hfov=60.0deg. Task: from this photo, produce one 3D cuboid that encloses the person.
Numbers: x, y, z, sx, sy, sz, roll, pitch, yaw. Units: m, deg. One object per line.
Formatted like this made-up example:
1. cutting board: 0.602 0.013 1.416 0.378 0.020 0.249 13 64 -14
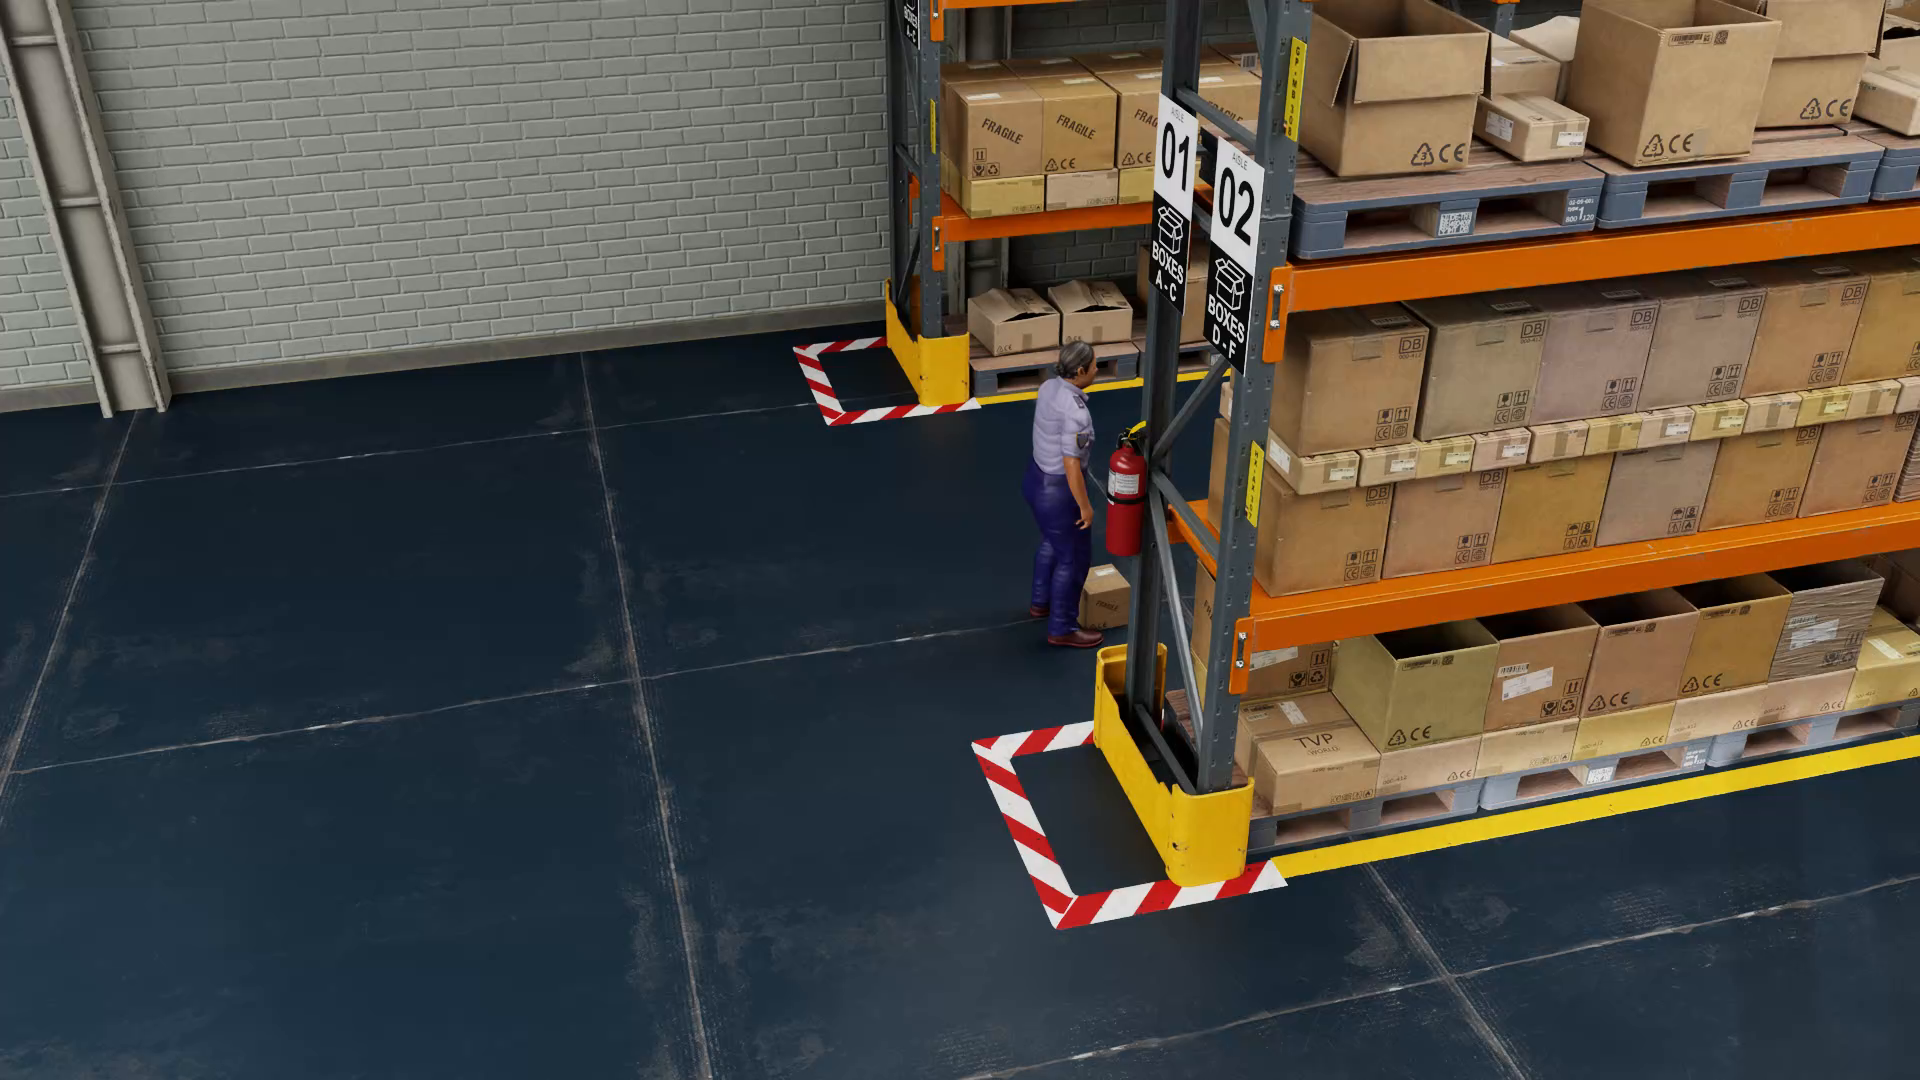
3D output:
1. person: 0.535 -0.250 8.666 0.367 1.652 0.547 -9 32 -15
